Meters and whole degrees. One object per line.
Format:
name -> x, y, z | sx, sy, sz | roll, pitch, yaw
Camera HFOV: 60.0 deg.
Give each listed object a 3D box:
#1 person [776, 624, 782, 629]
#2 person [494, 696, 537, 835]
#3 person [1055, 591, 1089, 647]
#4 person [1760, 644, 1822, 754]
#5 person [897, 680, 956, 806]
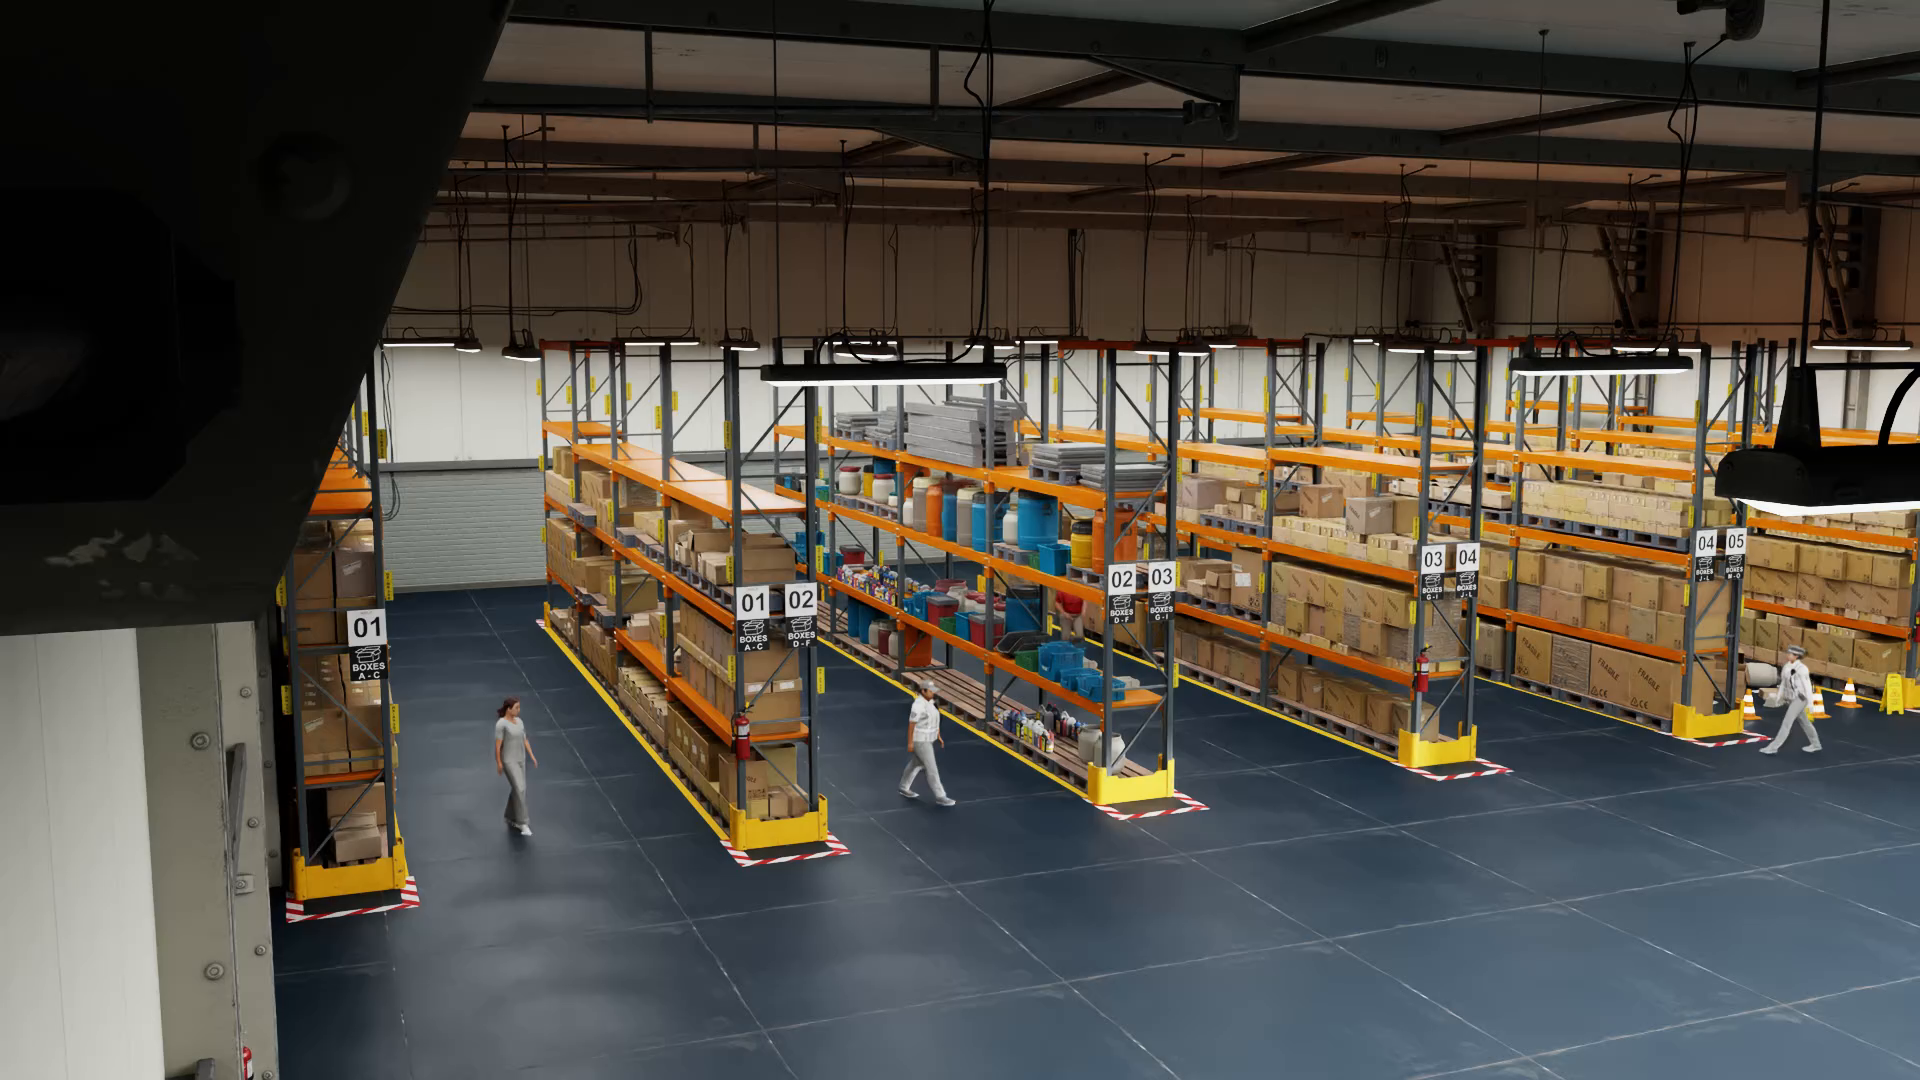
person -> -3.439, 1.285, 32.420 | 0.508, 1.627, 1.024 | -1, 8, -10
person -> -5.572, 2.798, 20.877 | 0.511, 1.676, 0.465 | 3, 8, 23
person -> 2.111, 1.457, 31.315 | 0.711, 1.639, 0.724 | -2, 8, -13
person -> 12.253, 2.325, 24.489 | 0.997, 1.608, 0.524 | 0, 7, -2
person -> -0.431, 2.654, 22.011 | 0.932, 1.615, 0.556 | 2, 8, 18
